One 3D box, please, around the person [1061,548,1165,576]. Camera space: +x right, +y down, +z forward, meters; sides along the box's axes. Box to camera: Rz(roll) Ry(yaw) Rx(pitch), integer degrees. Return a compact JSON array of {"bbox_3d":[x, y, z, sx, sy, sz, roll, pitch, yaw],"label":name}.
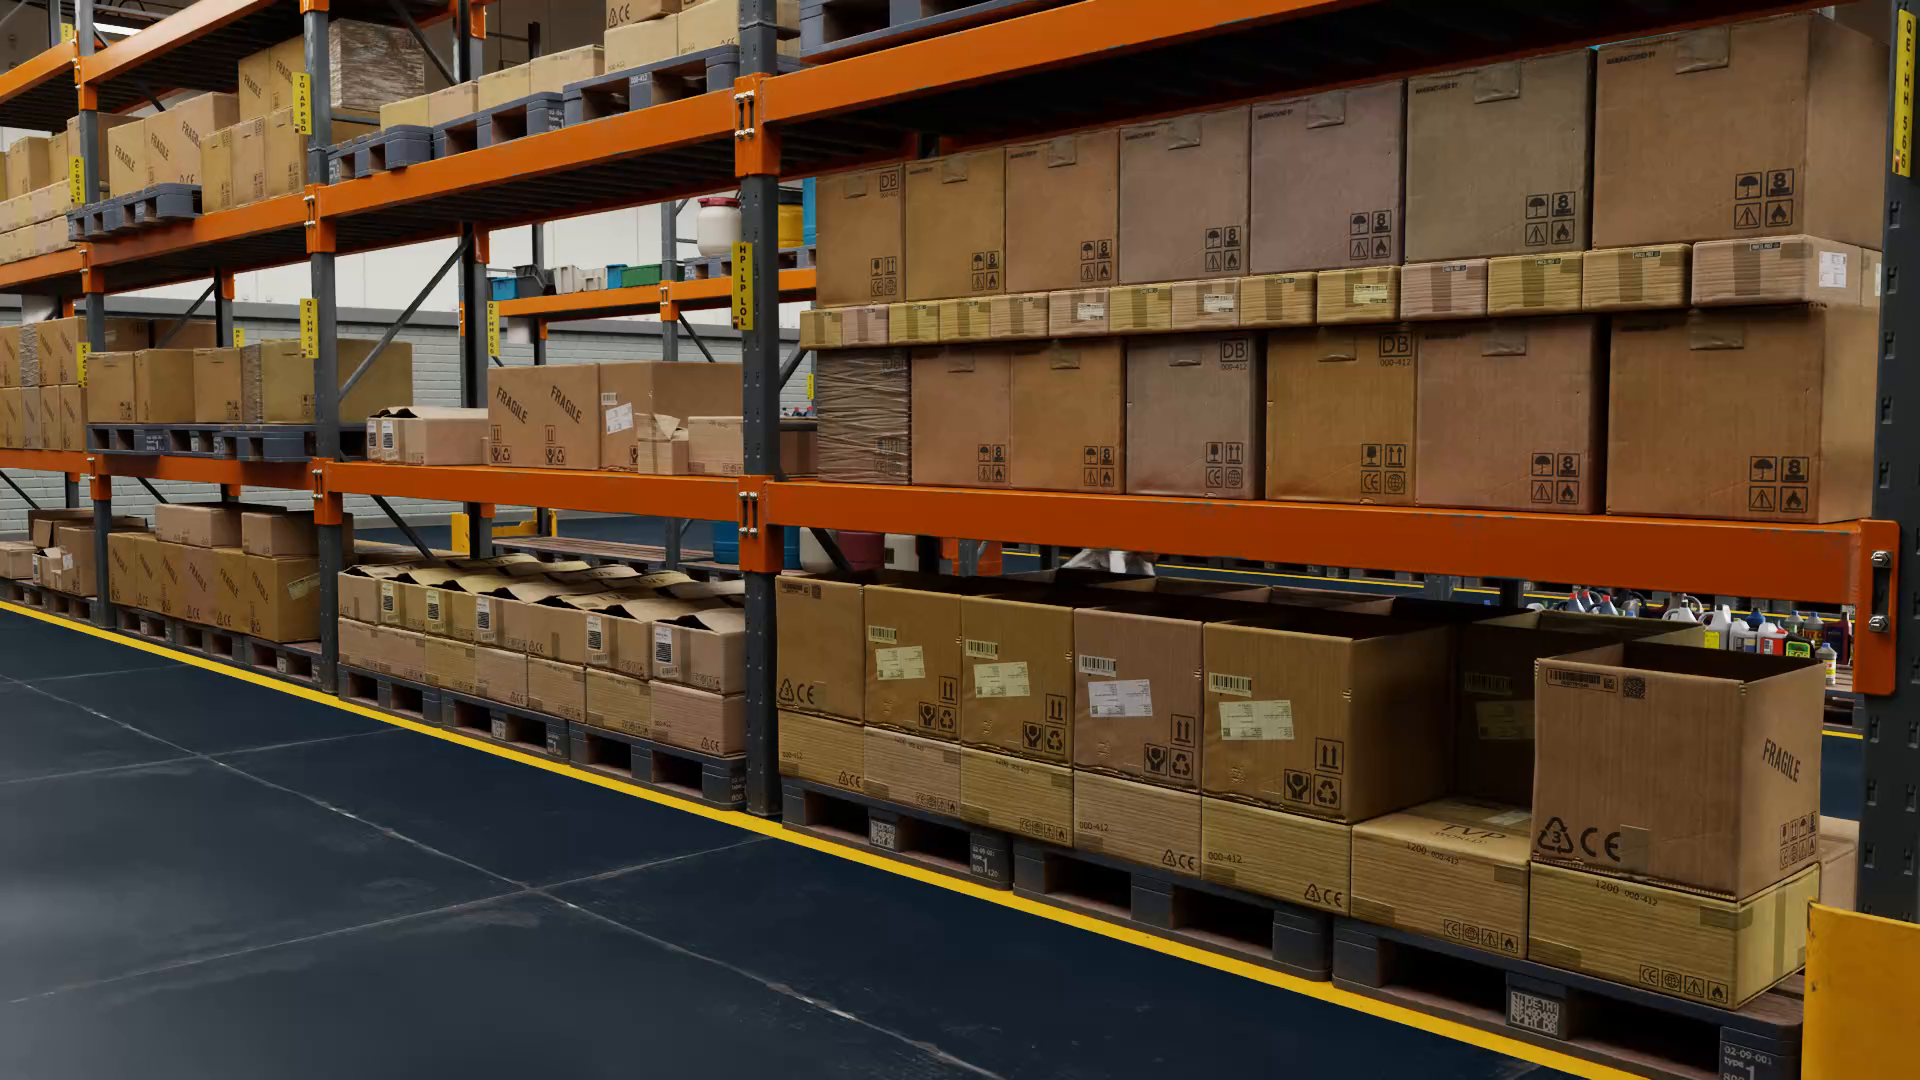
[{"bbox_3d":[0.973,0.338,10.595,0.441,0.879,0.794,-4,6,-44],"label":"person"}]
